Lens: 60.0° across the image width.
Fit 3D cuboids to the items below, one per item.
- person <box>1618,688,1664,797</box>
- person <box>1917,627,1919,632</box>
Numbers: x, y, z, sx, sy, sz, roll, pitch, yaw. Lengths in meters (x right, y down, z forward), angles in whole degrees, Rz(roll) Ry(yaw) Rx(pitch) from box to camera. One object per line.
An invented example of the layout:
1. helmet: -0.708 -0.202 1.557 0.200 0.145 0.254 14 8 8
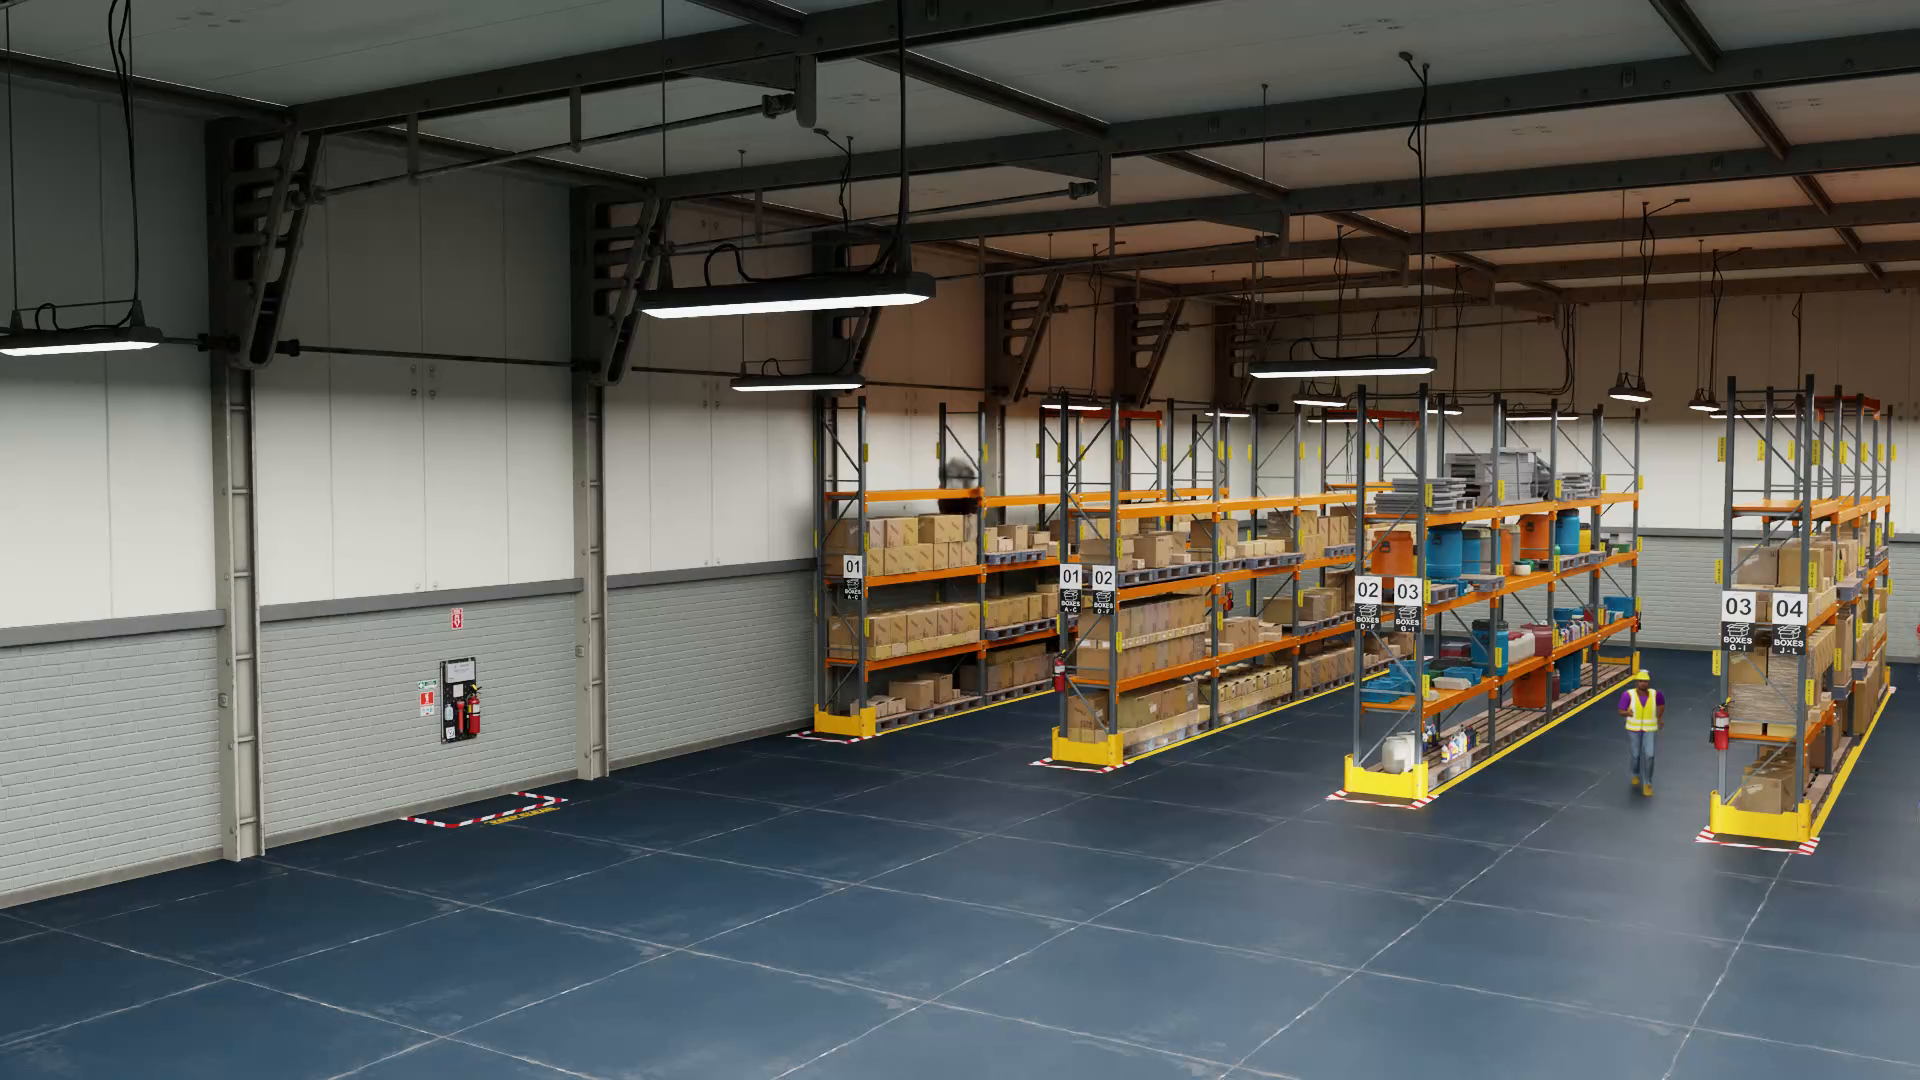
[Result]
1. person: 10.038 2.954 24.528 0.627 1.567 0.788 1 3 22
2. person: 20.530 2.341 34.960 0.646 1.389 0.640 -1 3 -21
